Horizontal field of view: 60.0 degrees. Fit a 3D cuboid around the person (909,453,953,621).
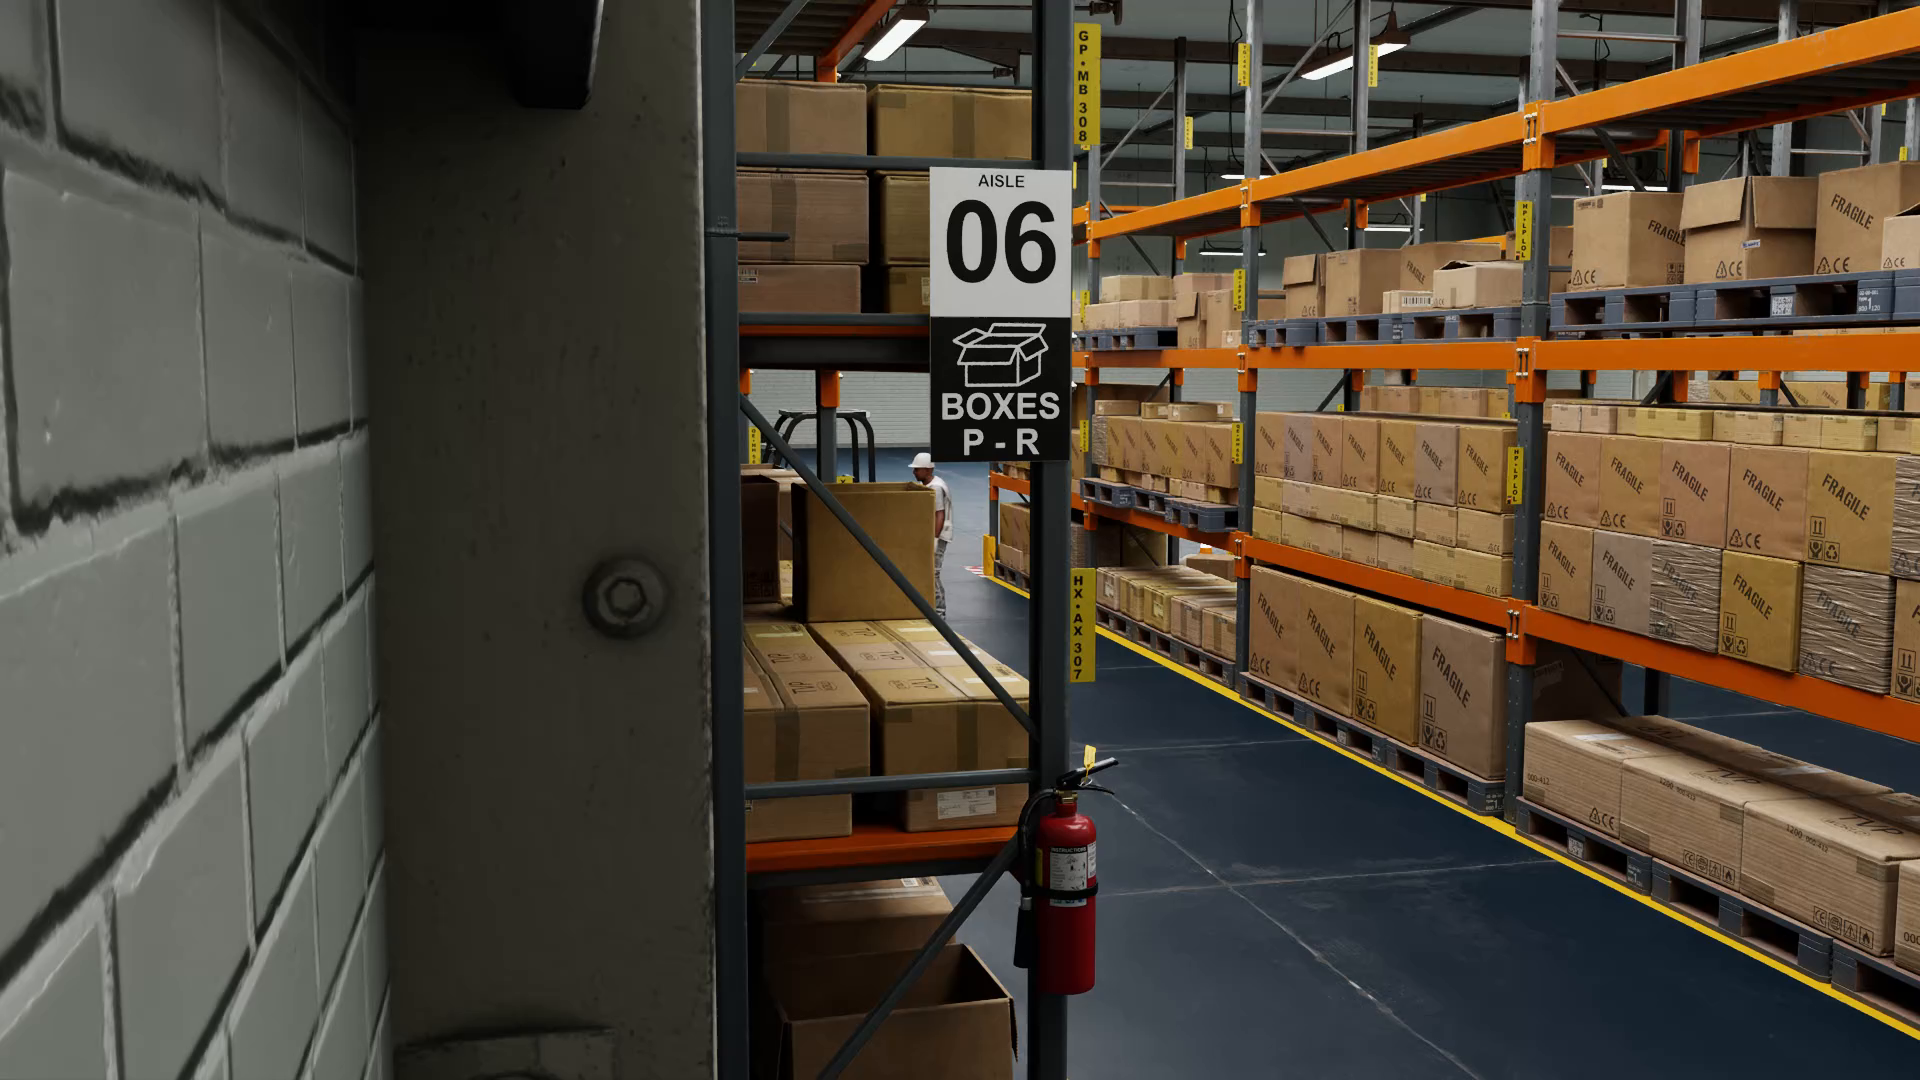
[{"bbox_3d":[-0.311,-0.009,17.076,0.450,1.774,0.617,-1,6,-13],"label":"person"}]
